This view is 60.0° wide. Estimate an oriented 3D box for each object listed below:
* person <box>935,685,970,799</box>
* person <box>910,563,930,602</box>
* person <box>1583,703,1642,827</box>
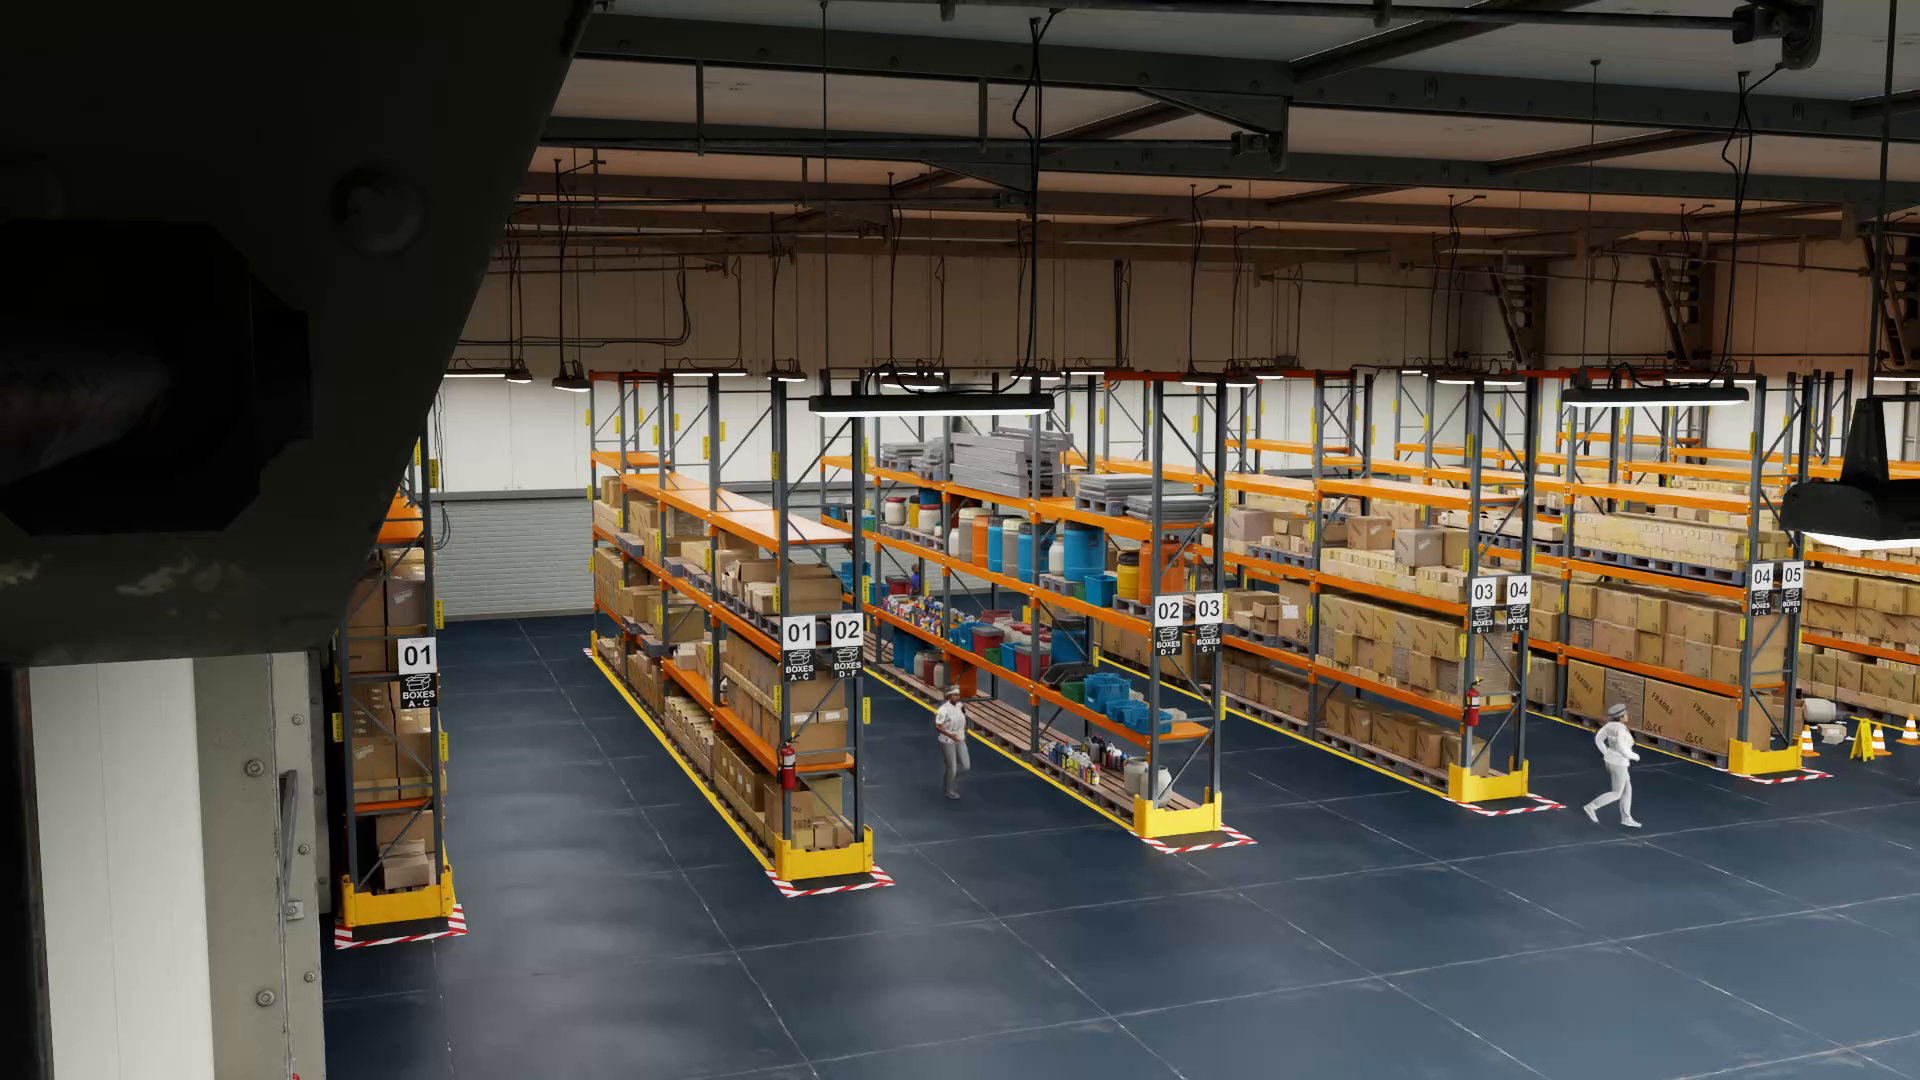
[{"bbox_3d":[-0.092,2.868,23.689,0.577,1.661,0.546,-5,8,-38],"label":"person"},{"bbox_3d":[-0.980,1.350,37.466,0.691,1.663,0.582,5,8,40],"label":"person"},{"bbox_3d":[8.754,3.022,22.257,0.825,1.696,0.622,0,6,0],"label":"person"}]
